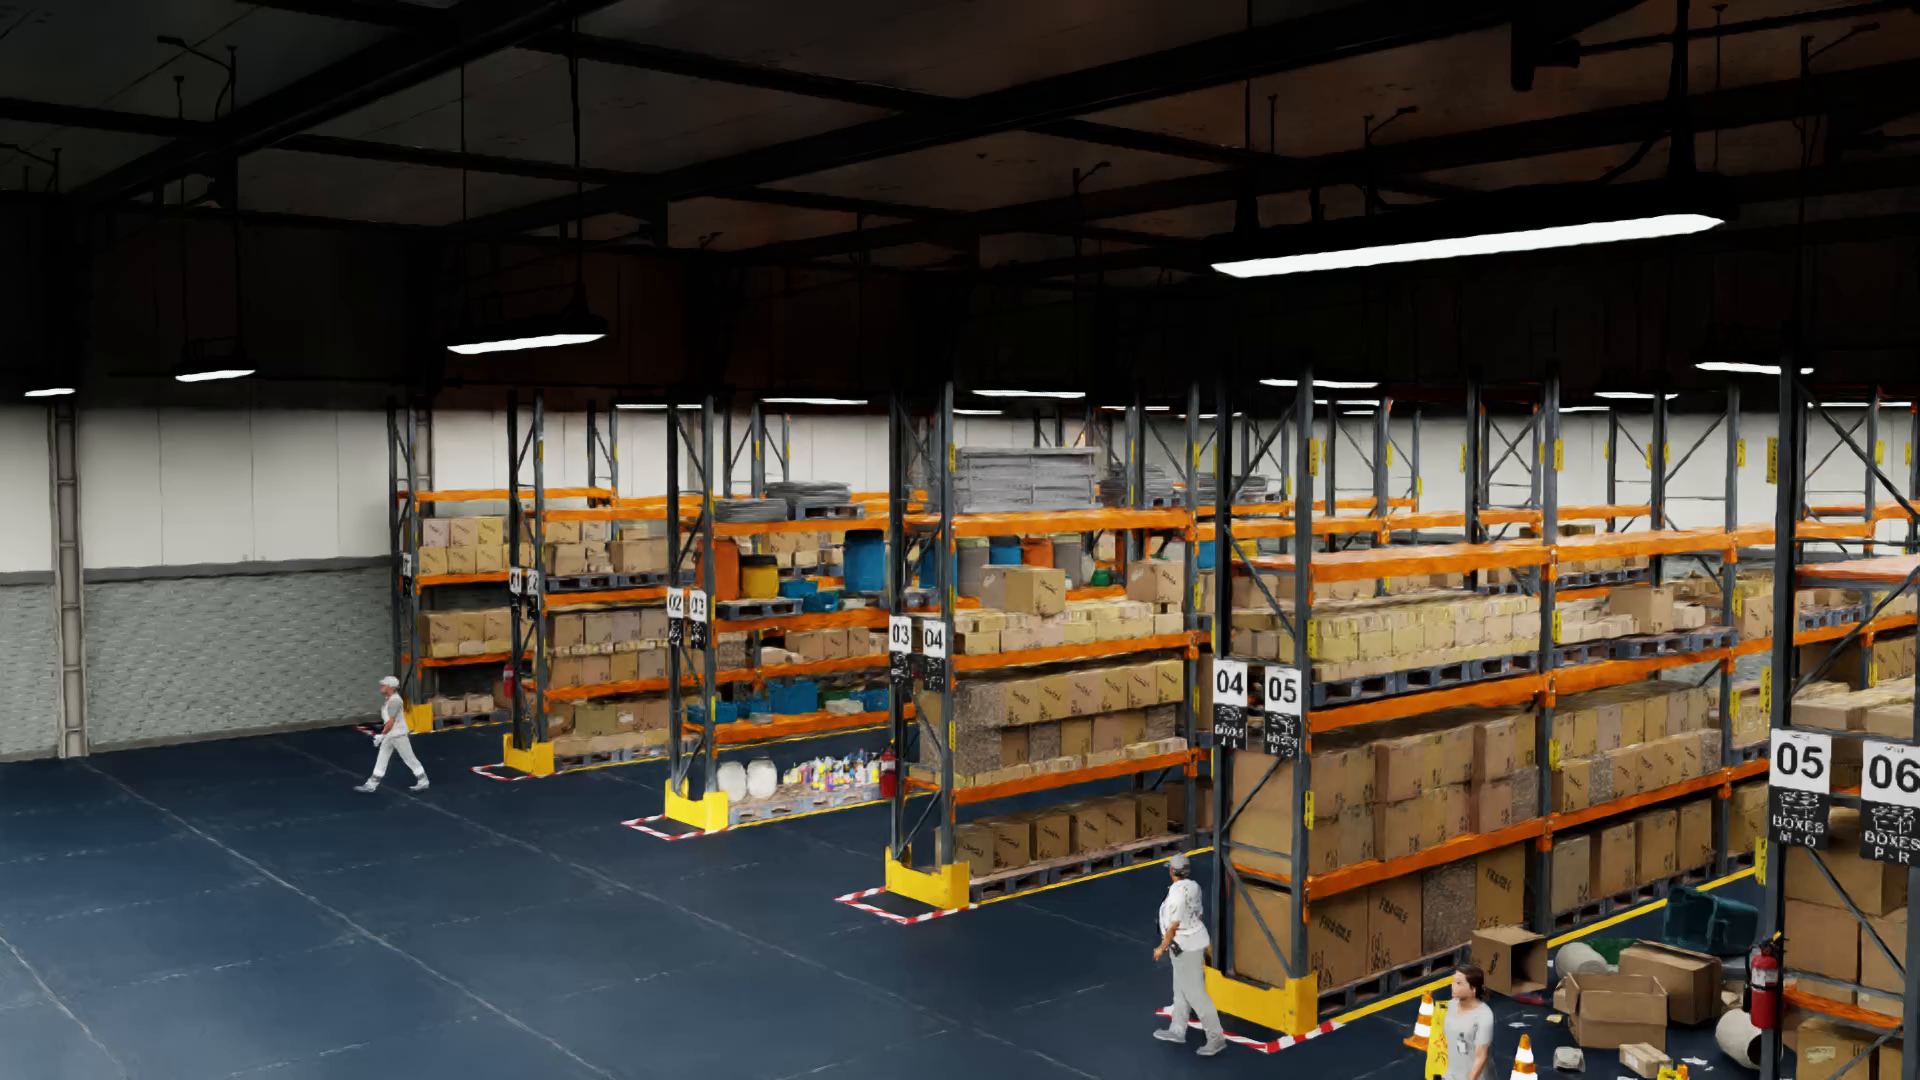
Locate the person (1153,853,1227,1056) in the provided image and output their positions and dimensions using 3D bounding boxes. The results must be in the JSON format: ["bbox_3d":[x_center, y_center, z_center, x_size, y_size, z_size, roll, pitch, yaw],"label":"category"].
[{"bbox_3d":[1.956,3.511,14.194,0.690,1.650,0.517,1,4,24],"label":"person"}]

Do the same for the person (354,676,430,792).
[{"bbox_3d":[-8.366,2.859,24.475,1.037,1.727,0.531,-2,4,-32],"label":"person"}]

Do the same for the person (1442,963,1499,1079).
[{"bbox_3d":[3.470,3.682,11.360,1.017,1.605,0.445,-2,4,-31],"label":"person"}]
